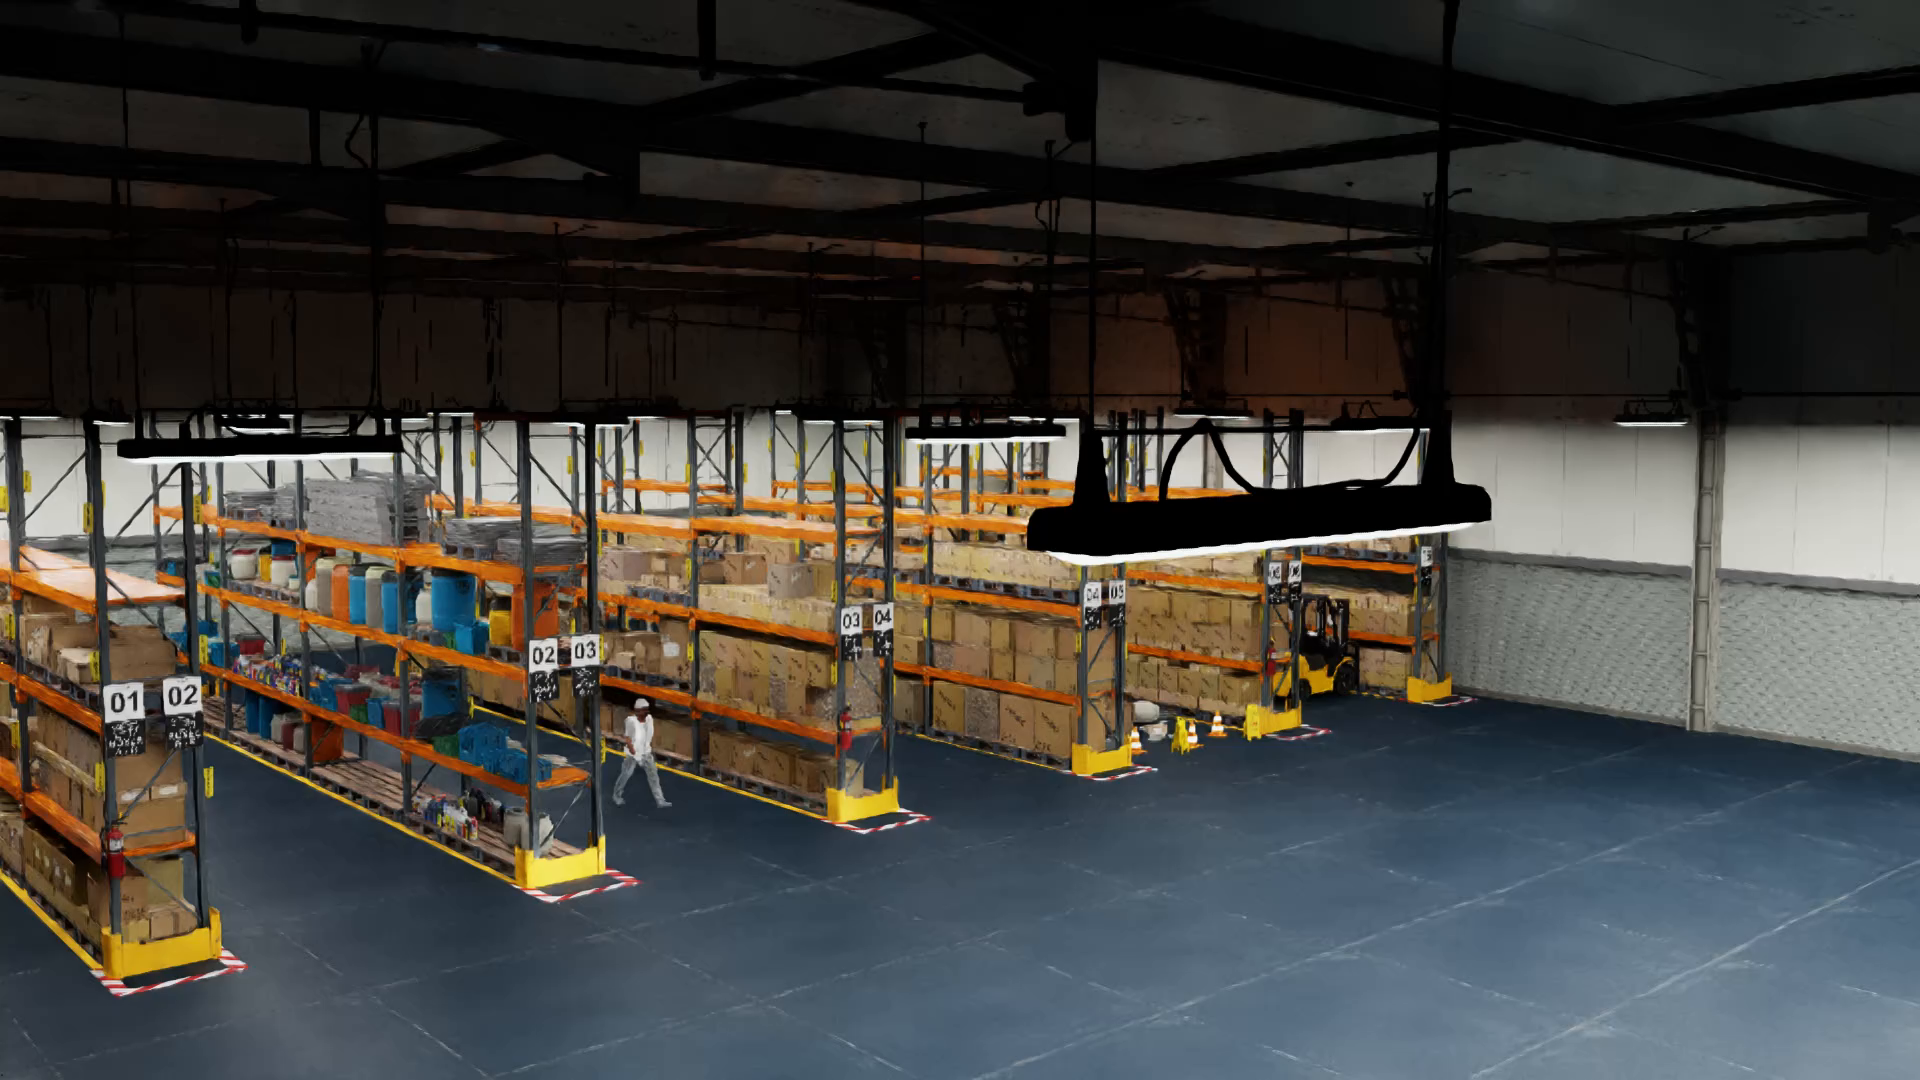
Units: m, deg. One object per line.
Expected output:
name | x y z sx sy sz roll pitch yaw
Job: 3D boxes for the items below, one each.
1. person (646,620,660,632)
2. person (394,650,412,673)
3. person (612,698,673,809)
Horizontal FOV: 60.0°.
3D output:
person | -7.625 1.811 41.555 0.668 1.746 0.546 3 6 34
person | -12.581 2.137 37.721 0.517 1.778 0.556 0 5 -4
person | -4.876 3.239 25.342 1.096 1.705 0.580 4 7 40
